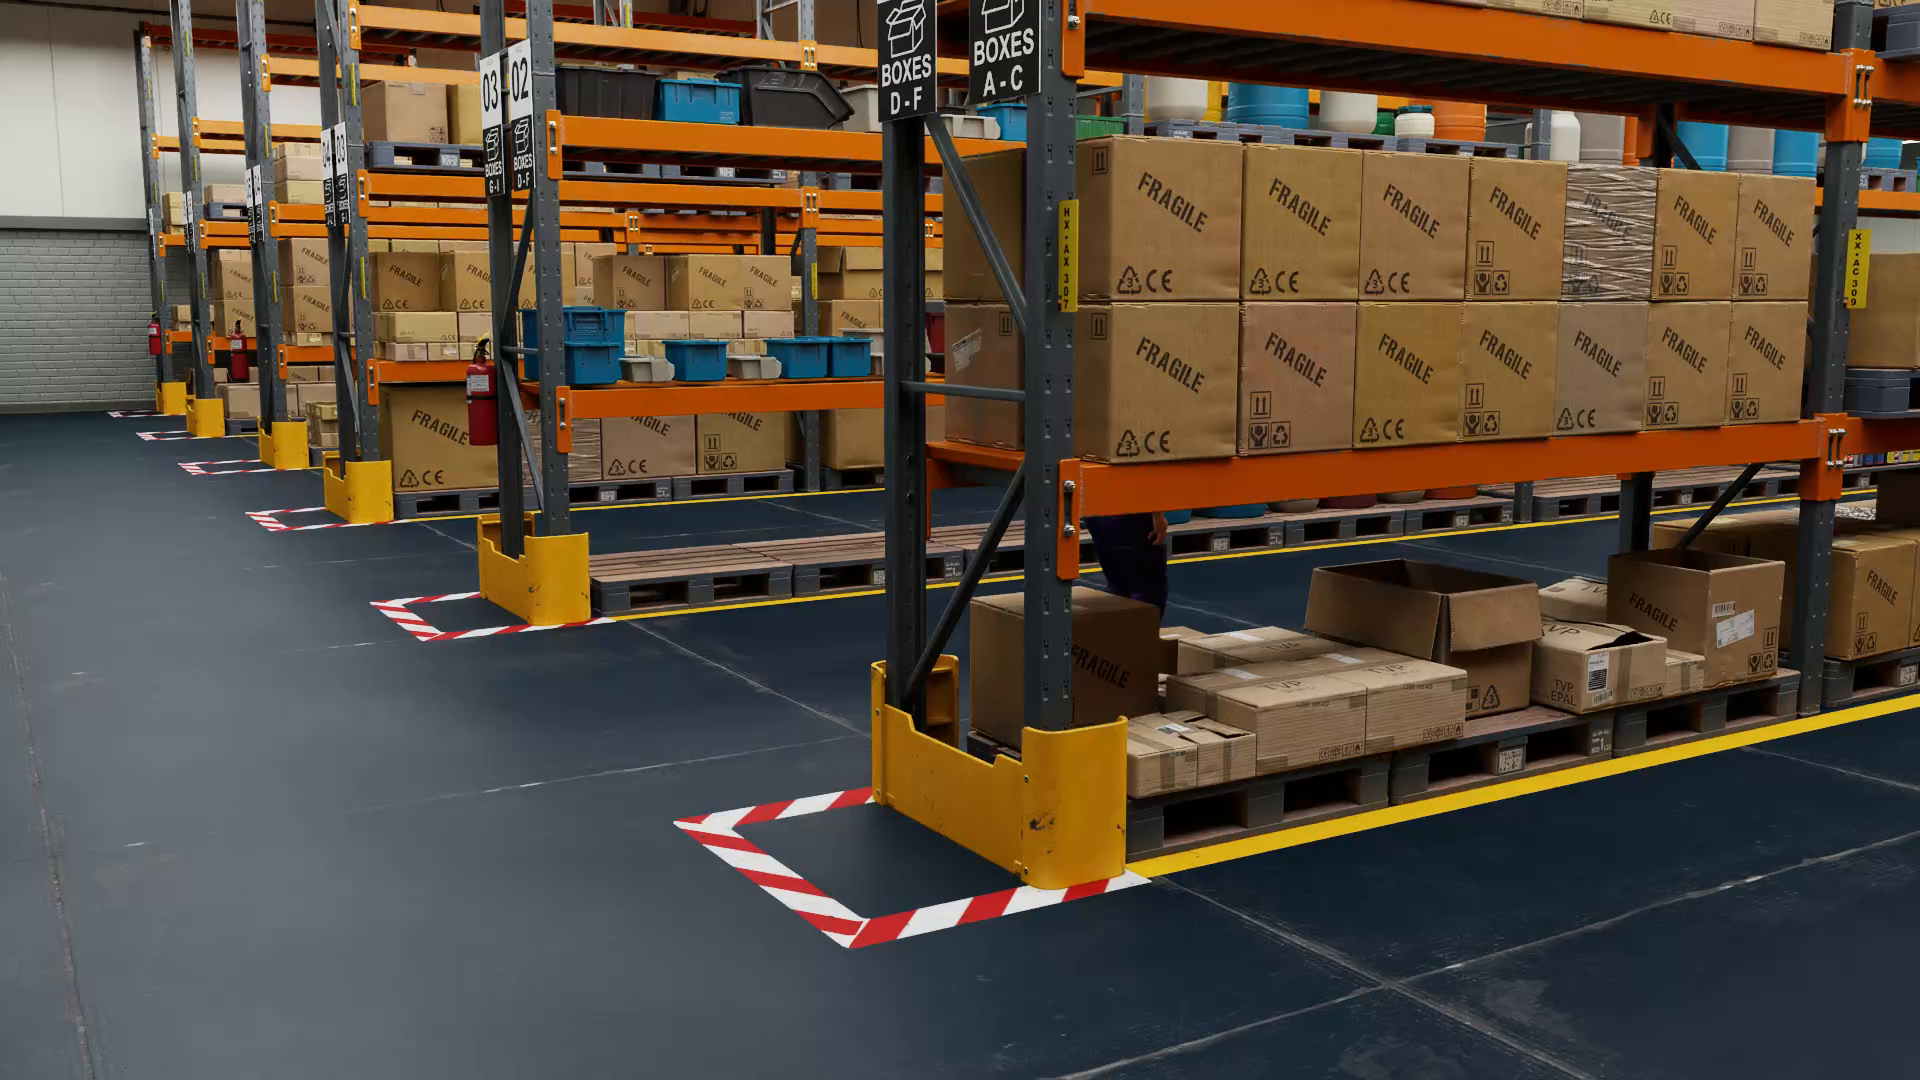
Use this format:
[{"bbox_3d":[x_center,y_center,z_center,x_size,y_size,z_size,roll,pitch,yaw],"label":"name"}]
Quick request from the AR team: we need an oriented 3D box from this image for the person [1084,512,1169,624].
[{"bbox_3d":[0.787,-0.119,7.674,0.367,1.651,0.545,-3,9,-19],"label":"person"}]
